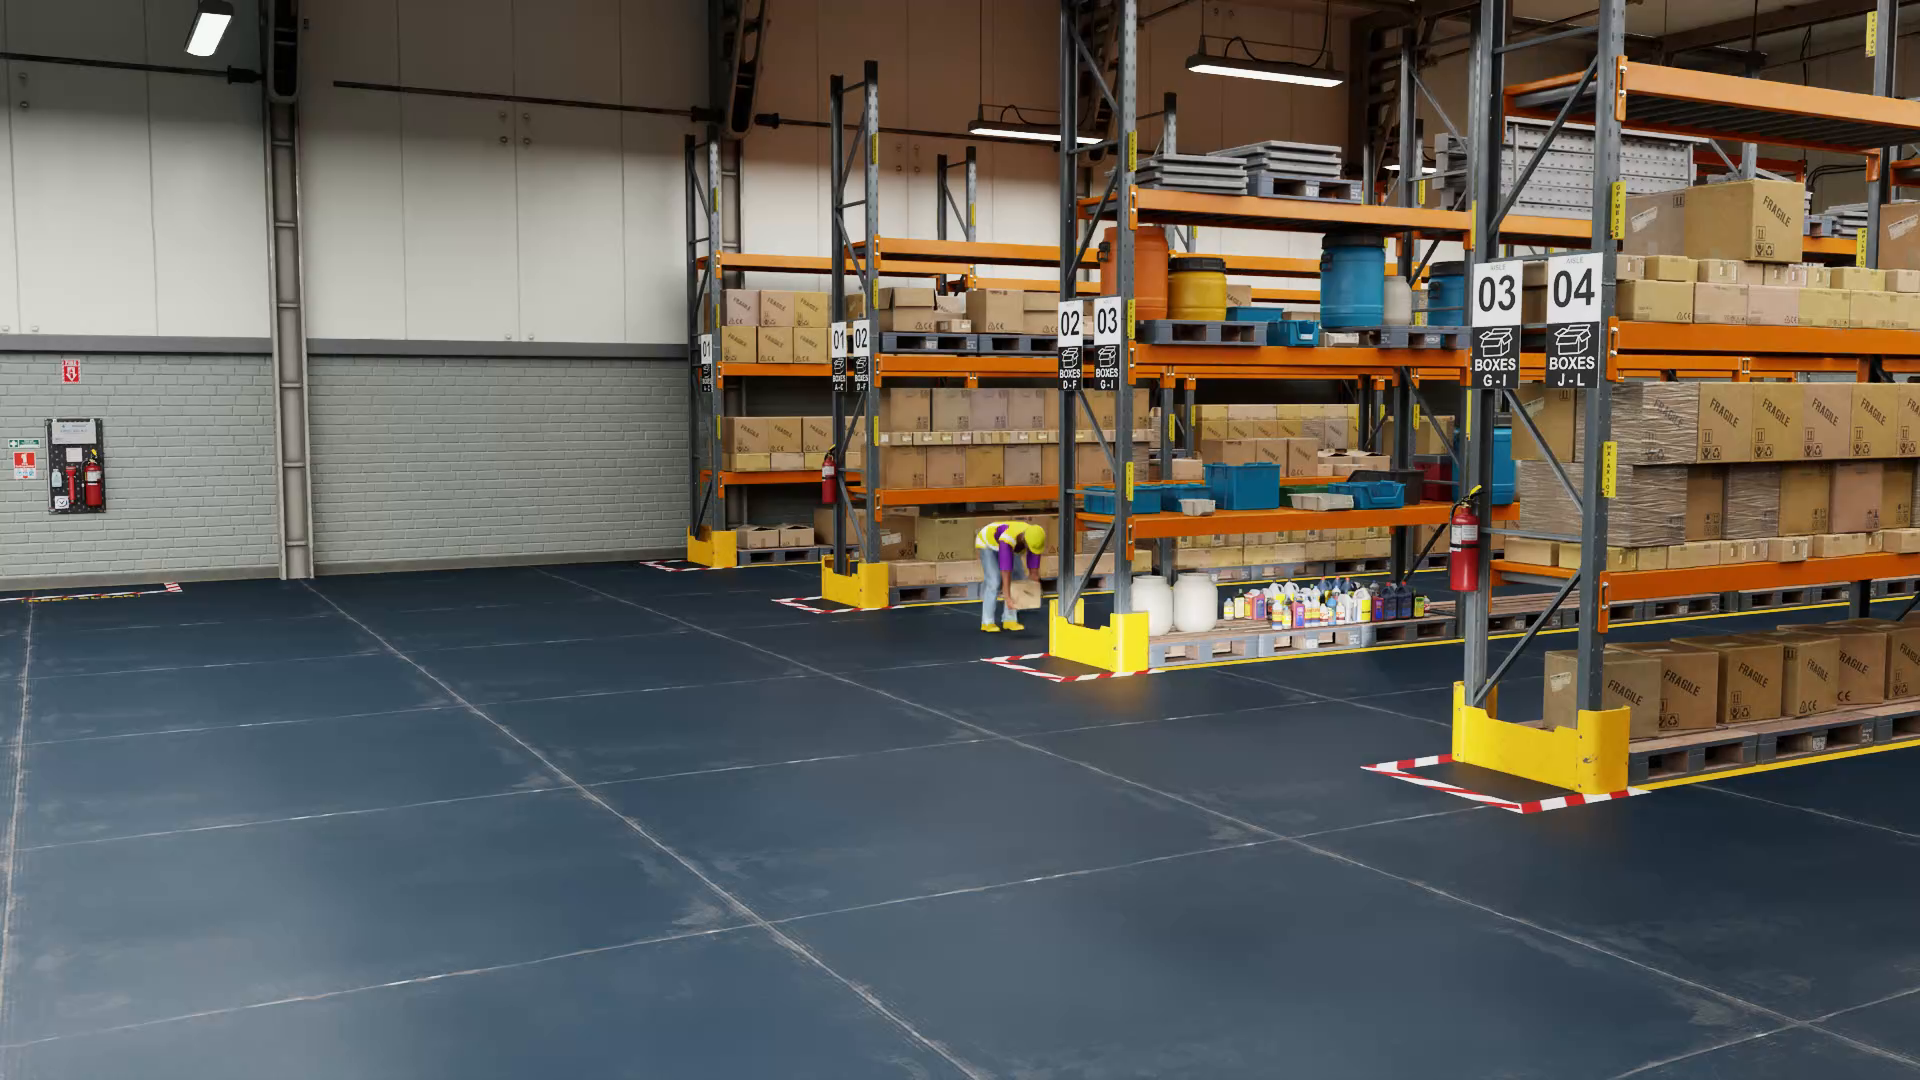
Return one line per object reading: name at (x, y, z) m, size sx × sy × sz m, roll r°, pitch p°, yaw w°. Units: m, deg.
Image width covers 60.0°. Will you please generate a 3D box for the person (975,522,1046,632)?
person at (0.544, 0.372, 16.562) m, size 0.477 × 1.119 × 0.979 m, roll -3°, pitch 6°, yaw -31°
